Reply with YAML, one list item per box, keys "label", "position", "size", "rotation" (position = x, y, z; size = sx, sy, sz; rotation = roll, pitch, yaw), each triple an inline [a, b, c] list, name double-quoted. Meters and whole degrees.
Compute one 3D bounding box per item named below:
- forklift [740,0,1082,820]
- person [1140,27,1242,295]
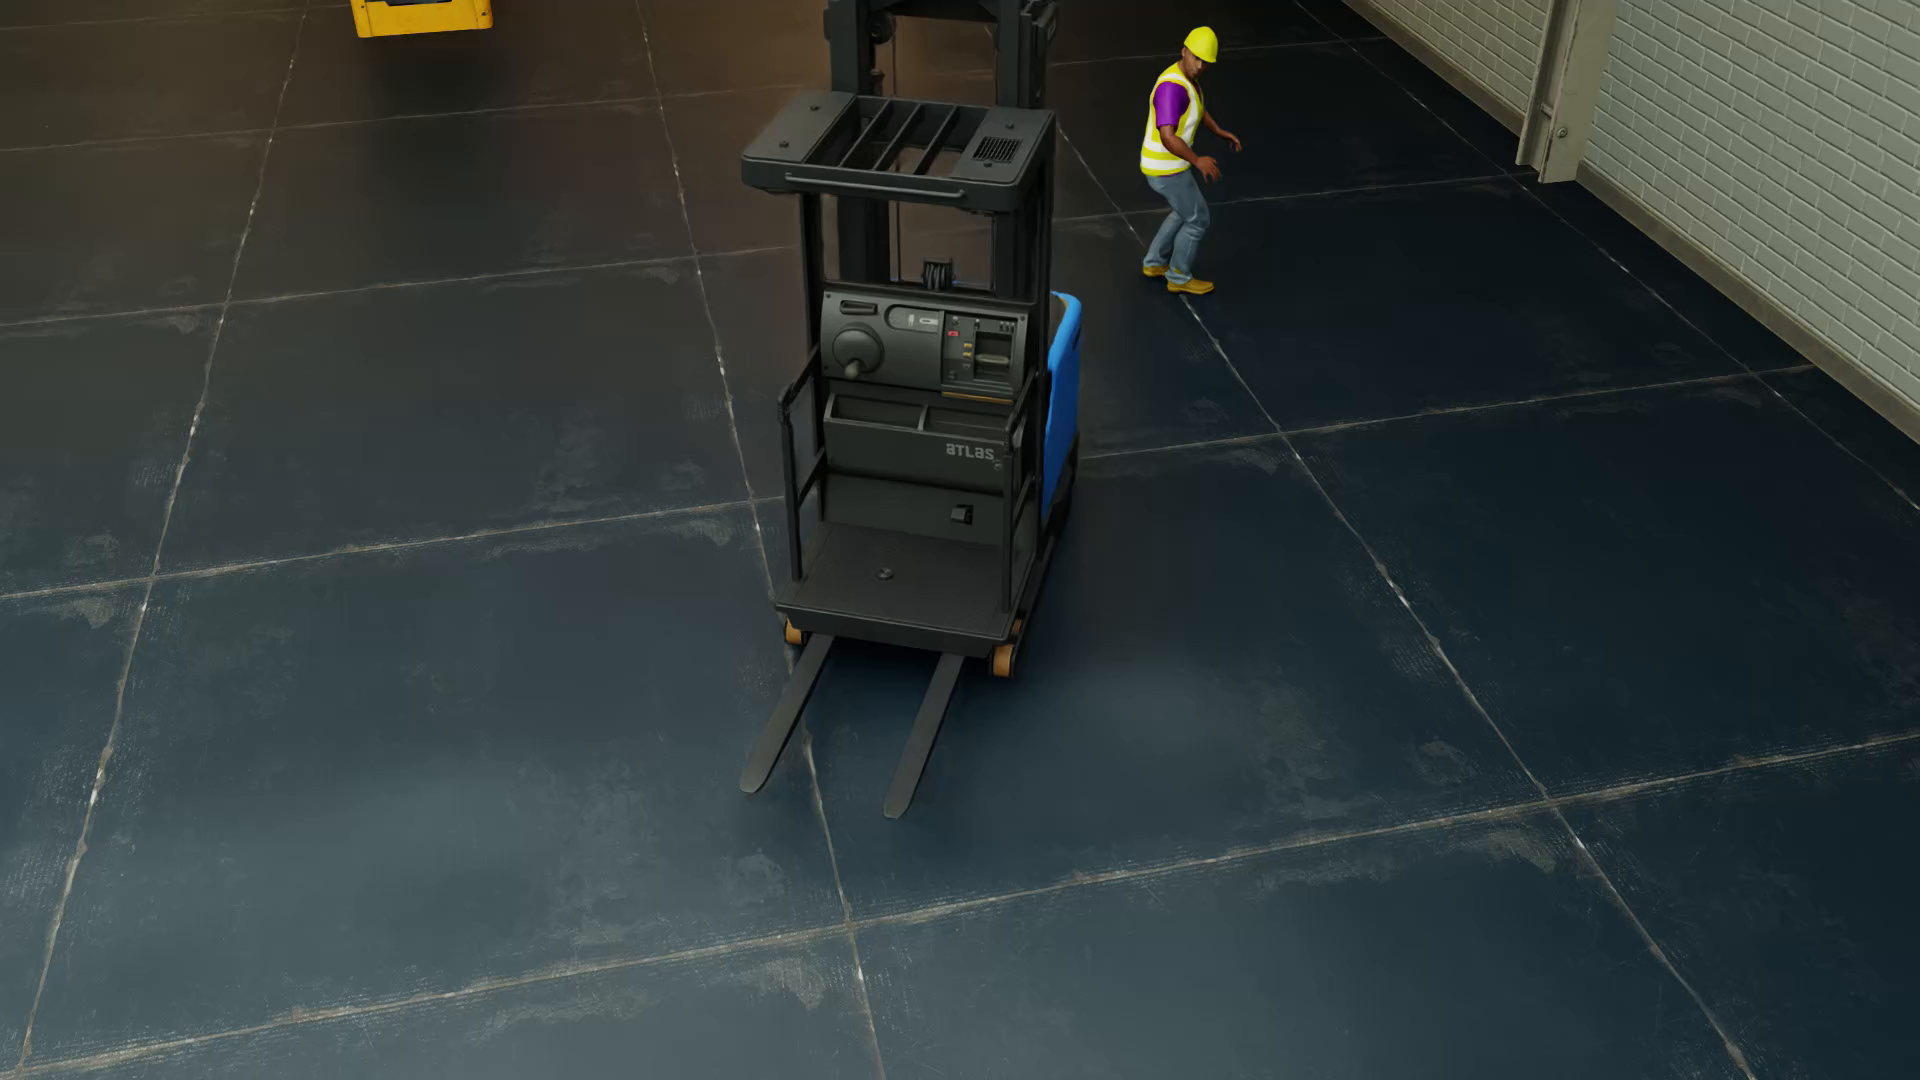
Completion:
- label: "forklift"
  position: [-0.210, -0.801, 7.164]
  size: [1.130, 2.935, 3.031]
  rotation: [8, 37, 11]
- label: "person"
  position: [1.452, -2.350, 10.408]
  size: [0.645, 1.716, 0.821]
  rotation: [3, 36, 5]
